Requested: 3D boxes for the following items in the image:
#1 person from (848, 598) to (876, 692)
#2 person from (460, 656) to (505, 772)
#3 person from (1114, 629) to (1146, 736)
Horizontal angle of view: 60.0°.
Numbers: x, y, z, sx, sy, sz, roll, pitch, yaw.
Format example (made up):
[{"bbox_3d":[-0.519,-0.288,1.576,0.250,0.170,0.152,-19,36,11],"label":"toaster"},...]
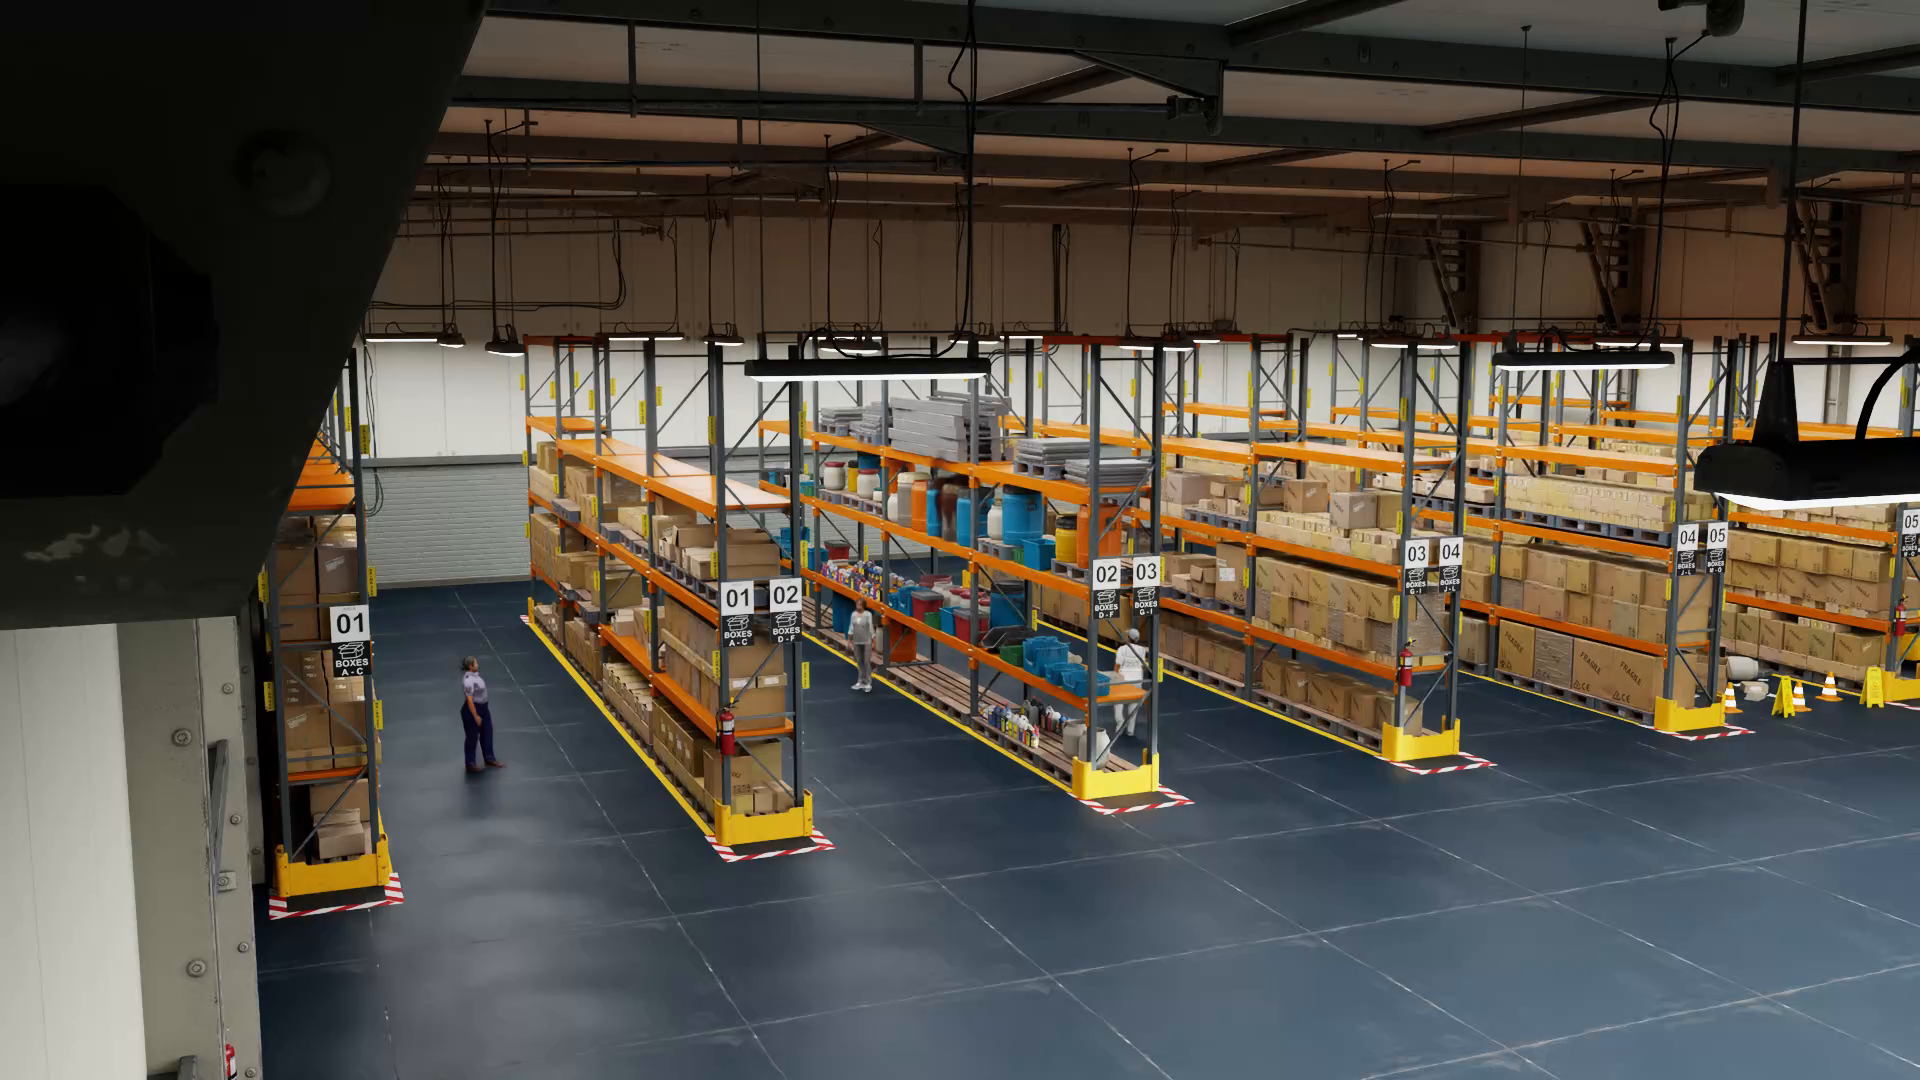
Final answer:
[{"bbox_3d":[-1.675,1.767,28.313,0.514,1.607,0.345,3,8,20],"label":"person"},{"bbox_3d":[-6.736,2.436,23.356,0.496,1.640,0.570,2,8,11],"label":"person"},{"bbox_3d":[2.577,2.153,25.253,0.488,1.658,0.455,1,8,11],"label":"person"}]
